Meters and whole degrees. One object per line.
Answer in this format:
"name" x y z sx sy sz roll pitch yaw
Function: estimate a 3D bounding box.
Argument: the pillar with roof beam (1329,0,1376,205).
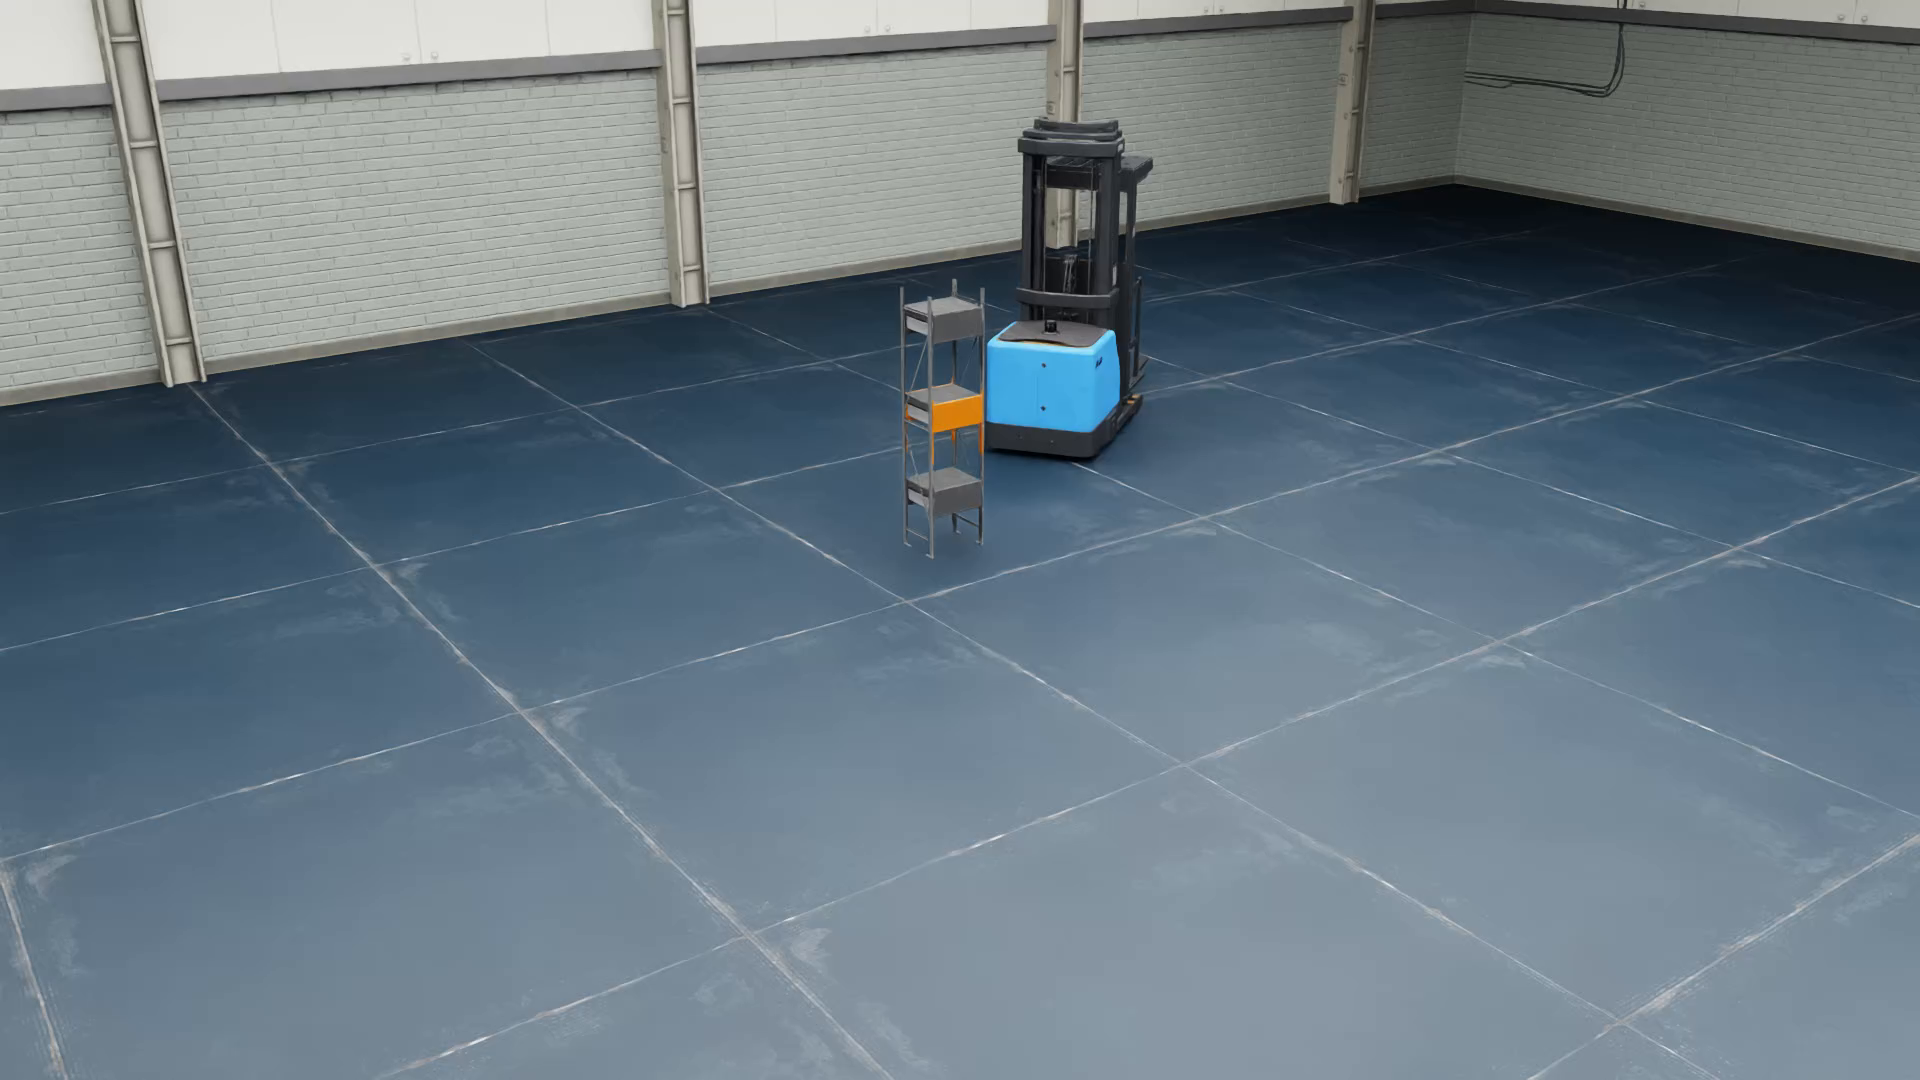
"pillar with roof beam" 8.852 -8.474 22.585 0.400 9.000 9.100 -15 26 -33

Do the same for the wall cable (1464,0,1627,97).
"wall cable" 9.501 -8.567 27.007 0.112 2.526 3.097 -15 26 -33

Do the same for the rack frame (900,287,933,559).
"rack frame" -0.332 -0.887 12.880 0.015 2.100 0.400 -15 26 -33

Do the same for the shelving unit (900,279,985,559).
"shelving unit" -0.134 -0.939 13.012 0.503 2.100 0.431 -15 26 -33

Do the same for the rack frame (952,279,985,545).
"rack frame" 0.064 -0.992 13.144 0.015 2.100 0.400 -15 26 -33

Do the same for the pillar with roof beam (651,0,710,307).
"pillar with roof beam" -0.889 -5.877 16.076 0.400 9.000 9.100 -15 26 -33

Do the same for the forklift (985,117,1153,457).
"forklift" 1.202 -2.631 16.129 1.130 2.935 3.031 7 23 18

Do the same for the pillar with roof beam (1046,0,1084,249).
"pillar with roof beam" 3.981 -7.175 19.331 0.400 9.000 9.100 -15 26 -33

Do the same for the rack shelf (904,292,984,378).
"rack shelf" -0.134 -1.577 12.758 0.480 0.518 0.431 -15 26 -33

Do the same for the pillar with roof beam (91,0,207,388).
"pillar with roof beam" -5.760 -4.578 12.821 0.400 9.000 9.100 -15 26 -33

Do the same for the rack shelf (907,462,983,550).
"rack shelf" -0.134 -0.277 13.276 0.480 0.518 0.431 -15 26 -33

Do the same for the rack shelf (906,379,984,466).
"rack shelf" -0.134 -0.927 13.017 0.480 0.518 0.431 -15 26 -33
